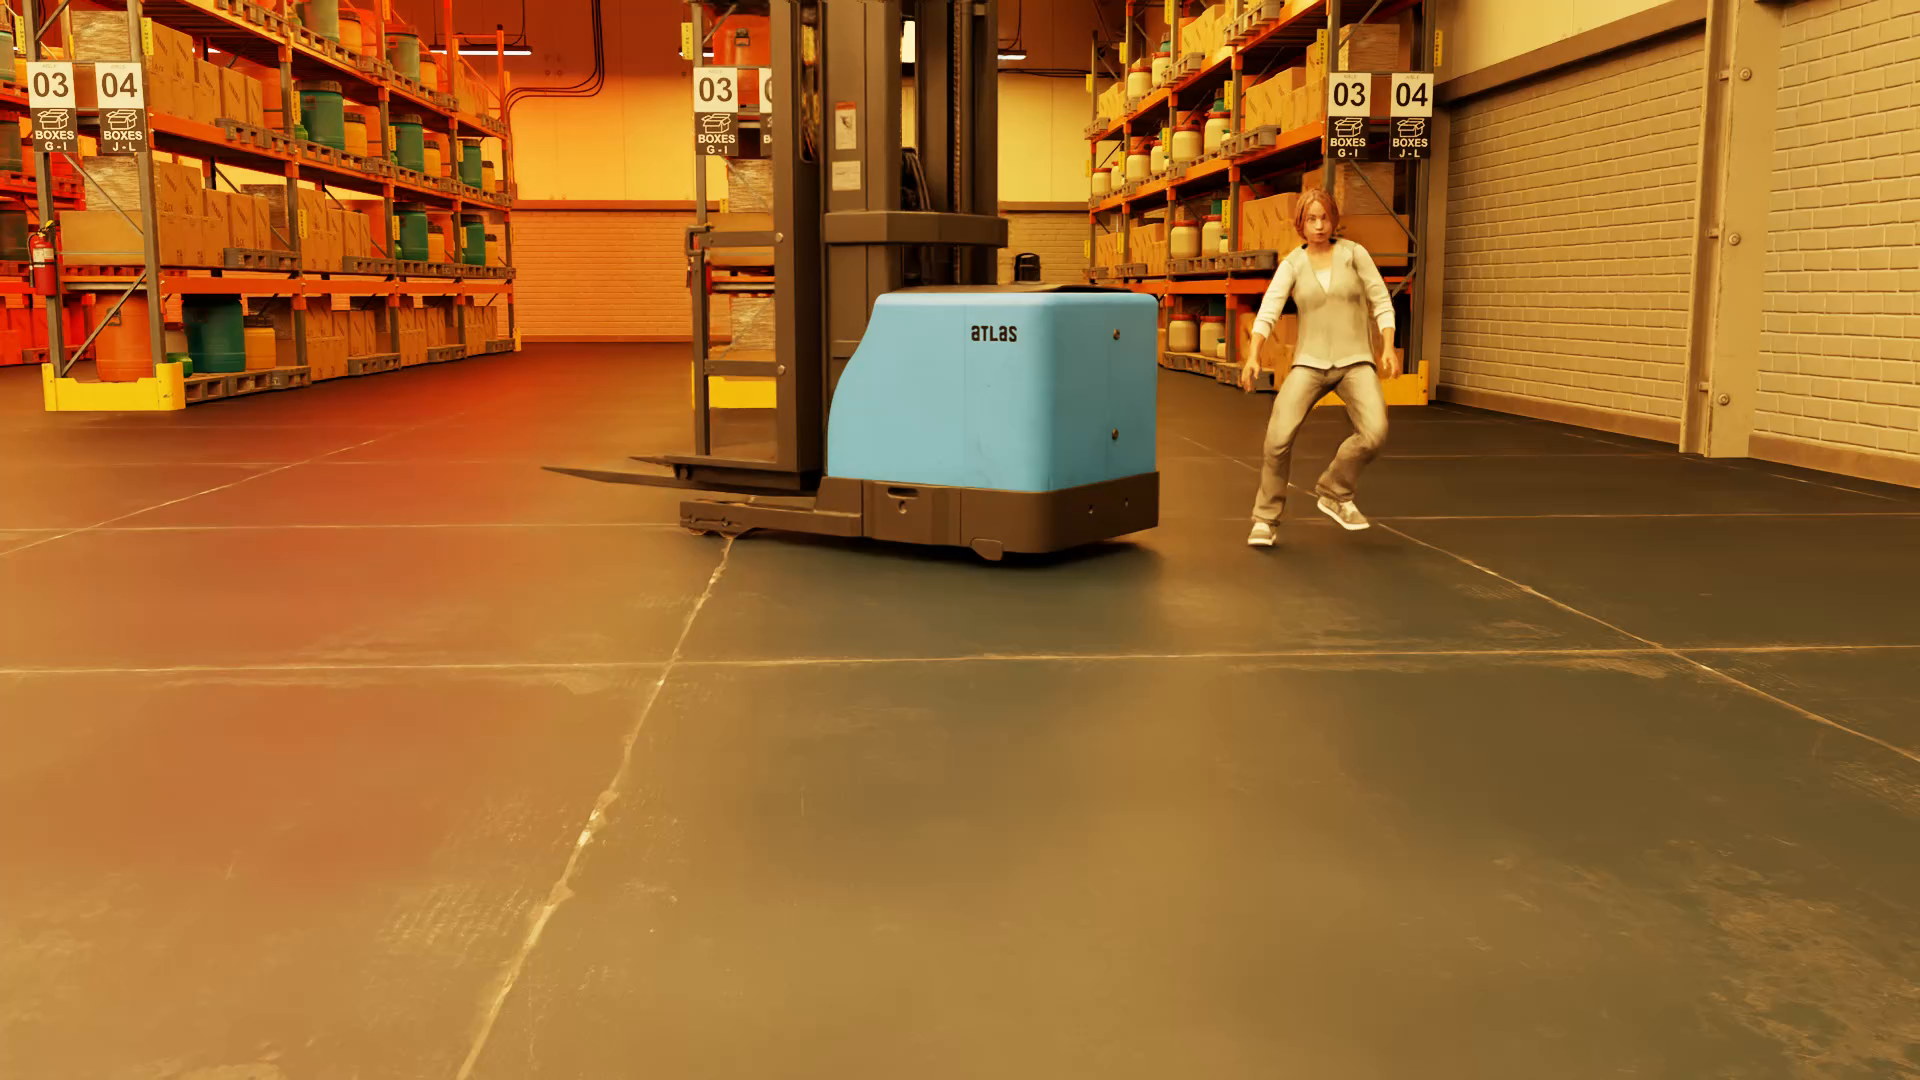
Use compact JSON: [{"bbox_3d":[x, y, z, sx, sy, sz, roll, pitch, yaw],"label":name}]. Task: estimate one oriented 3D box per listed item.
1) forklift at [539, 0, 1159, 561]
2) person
[{"bbox_3d":[-0.645,-1.508,7.485,3.031,2.935,1.130,6,10,34],"label":"forklift"},{"bbox_3d":[1.512,-0.716,6.956,0.629,1.493,0.494,2,9,13],"label":"person"}]
